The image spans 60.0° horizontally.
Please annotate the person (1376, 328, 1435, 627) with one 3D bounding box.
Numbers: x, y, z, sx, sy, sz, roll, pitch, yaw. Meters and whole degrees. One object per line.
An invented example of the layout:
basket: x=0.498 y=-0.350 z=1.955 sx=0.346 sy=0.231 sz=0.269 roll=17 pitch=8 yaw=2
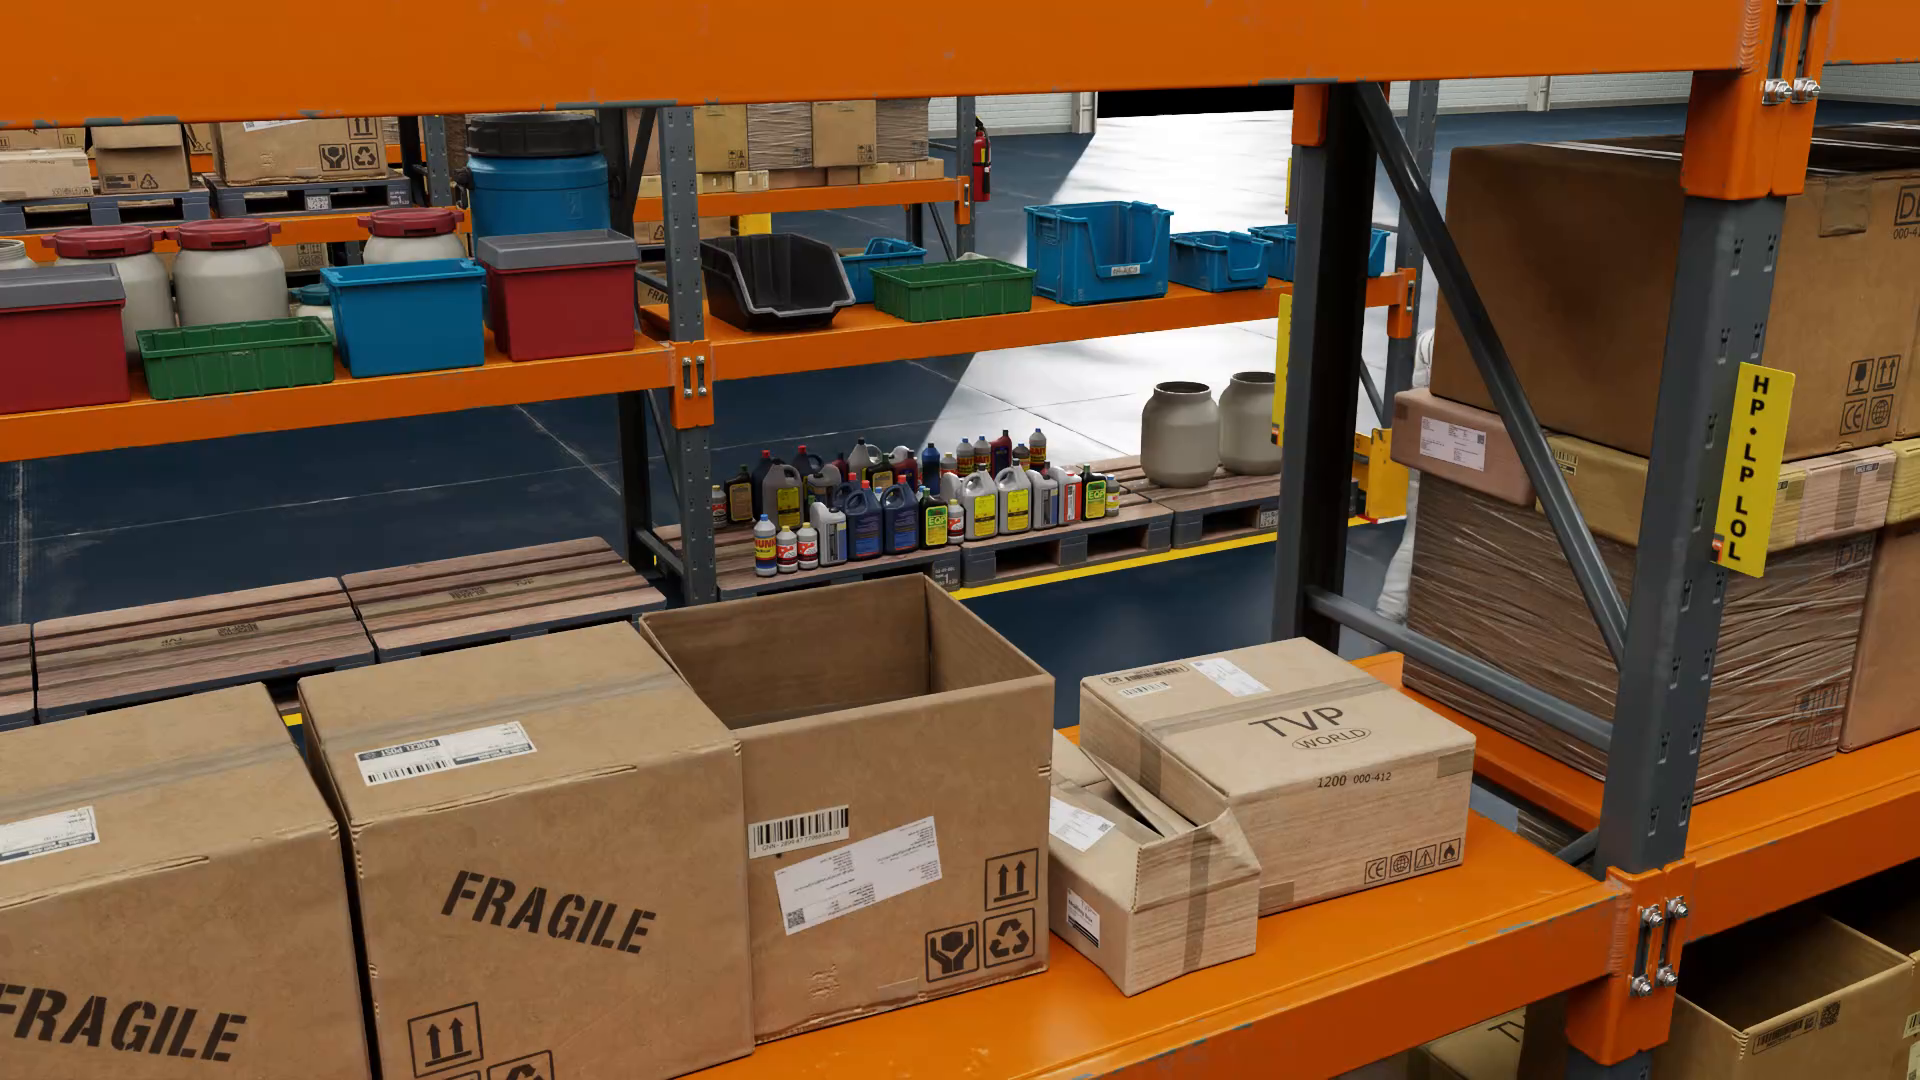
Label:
person: x=2.141 y=-0.365 z=7.131 sx=0.478 sy=1.610 sz=0.999 roll=15 pitch=24 yaw=37
